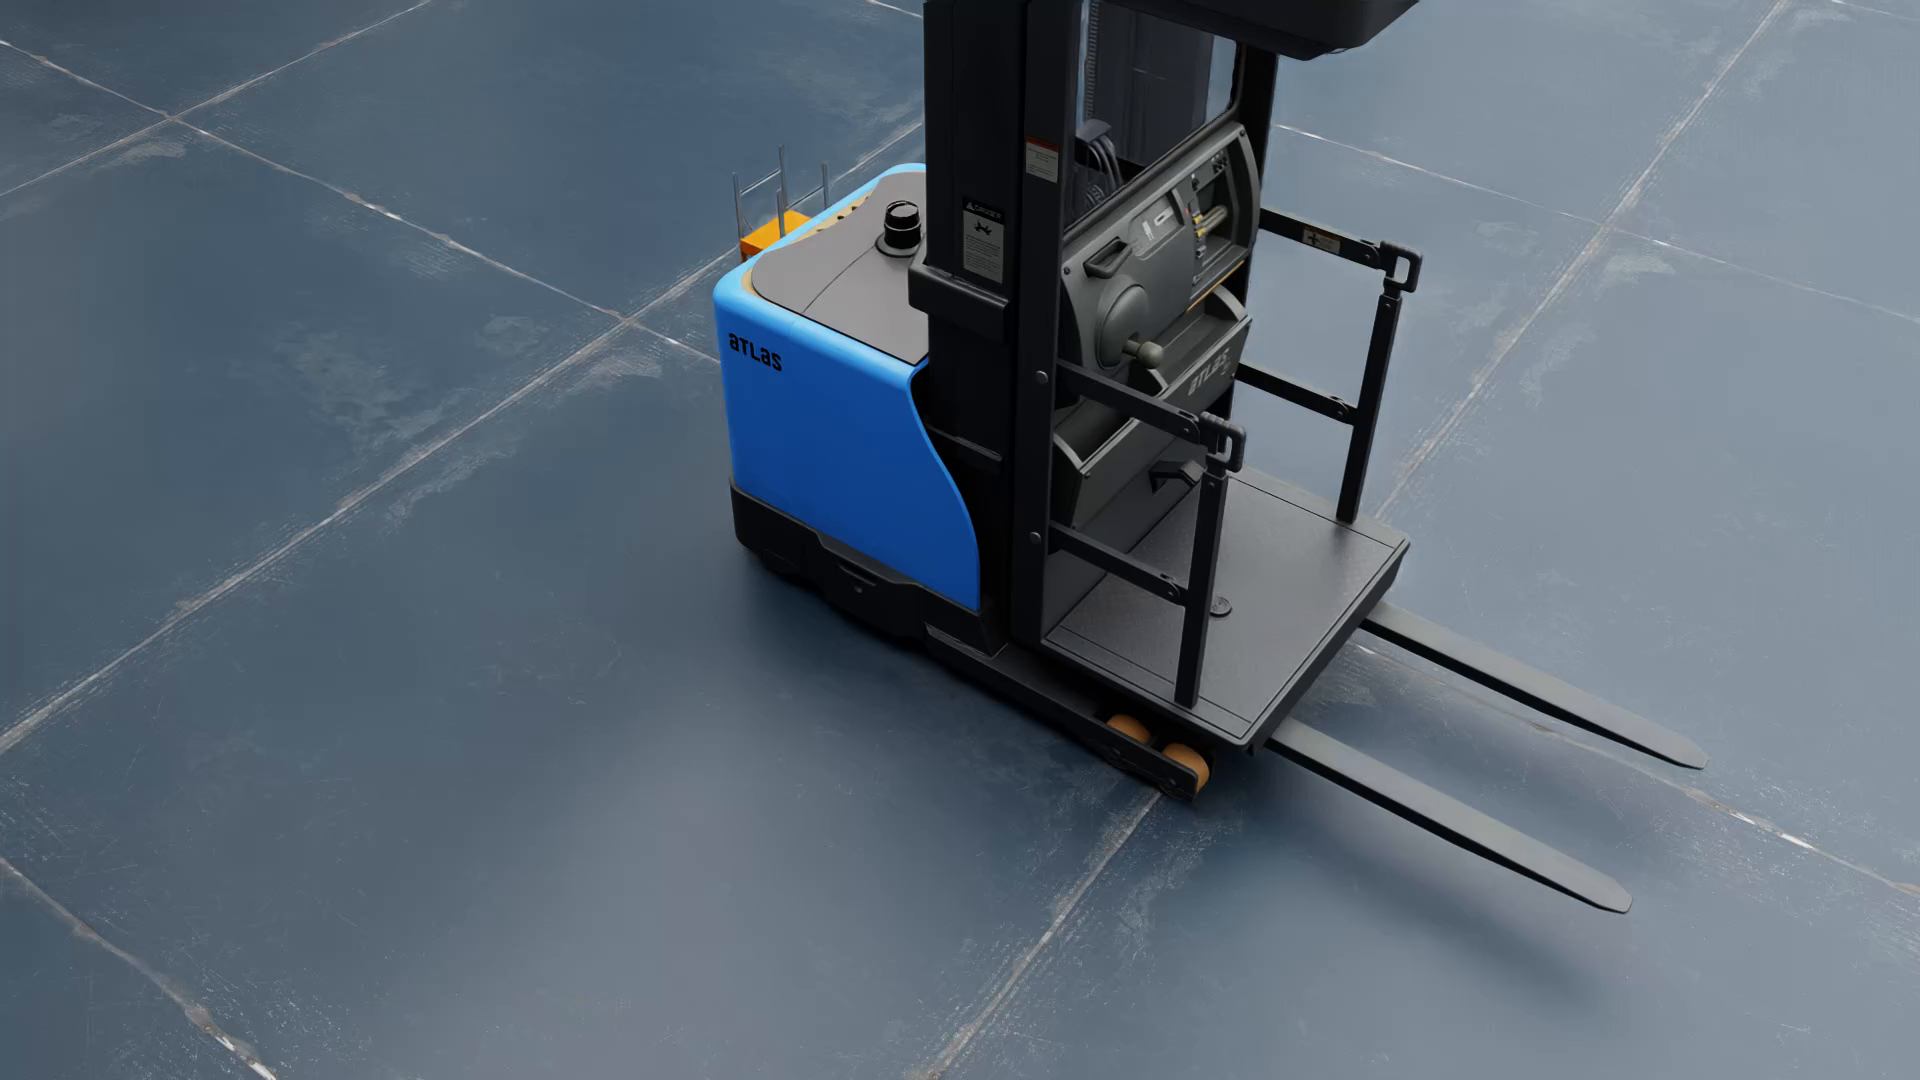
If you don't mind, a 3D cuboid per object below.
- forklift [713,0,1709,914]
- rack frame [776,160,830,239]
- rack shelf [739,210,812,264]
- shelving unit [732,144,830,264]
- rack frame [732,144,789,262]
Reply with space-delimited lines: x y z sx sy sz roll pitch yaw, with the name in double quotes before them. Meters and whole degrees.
"forklift" 0.719 -0.735 4.373 3.031 2.935 1.130 26 48 26
"rack frame" -0.497 -0.699 5.631 0.006 1.200 0.240 26 48 26
"rack shelf" -0.570 -0.970 5.461 0.180 0.103 0.258 26 48 26
"shelving unit" -0.570 -0.735 5.672 0.189 1.200 0.258 26 48 26
"rack frame" -0.644 -0.772 5.712 0.006 1.200 0.240 26 48 26
